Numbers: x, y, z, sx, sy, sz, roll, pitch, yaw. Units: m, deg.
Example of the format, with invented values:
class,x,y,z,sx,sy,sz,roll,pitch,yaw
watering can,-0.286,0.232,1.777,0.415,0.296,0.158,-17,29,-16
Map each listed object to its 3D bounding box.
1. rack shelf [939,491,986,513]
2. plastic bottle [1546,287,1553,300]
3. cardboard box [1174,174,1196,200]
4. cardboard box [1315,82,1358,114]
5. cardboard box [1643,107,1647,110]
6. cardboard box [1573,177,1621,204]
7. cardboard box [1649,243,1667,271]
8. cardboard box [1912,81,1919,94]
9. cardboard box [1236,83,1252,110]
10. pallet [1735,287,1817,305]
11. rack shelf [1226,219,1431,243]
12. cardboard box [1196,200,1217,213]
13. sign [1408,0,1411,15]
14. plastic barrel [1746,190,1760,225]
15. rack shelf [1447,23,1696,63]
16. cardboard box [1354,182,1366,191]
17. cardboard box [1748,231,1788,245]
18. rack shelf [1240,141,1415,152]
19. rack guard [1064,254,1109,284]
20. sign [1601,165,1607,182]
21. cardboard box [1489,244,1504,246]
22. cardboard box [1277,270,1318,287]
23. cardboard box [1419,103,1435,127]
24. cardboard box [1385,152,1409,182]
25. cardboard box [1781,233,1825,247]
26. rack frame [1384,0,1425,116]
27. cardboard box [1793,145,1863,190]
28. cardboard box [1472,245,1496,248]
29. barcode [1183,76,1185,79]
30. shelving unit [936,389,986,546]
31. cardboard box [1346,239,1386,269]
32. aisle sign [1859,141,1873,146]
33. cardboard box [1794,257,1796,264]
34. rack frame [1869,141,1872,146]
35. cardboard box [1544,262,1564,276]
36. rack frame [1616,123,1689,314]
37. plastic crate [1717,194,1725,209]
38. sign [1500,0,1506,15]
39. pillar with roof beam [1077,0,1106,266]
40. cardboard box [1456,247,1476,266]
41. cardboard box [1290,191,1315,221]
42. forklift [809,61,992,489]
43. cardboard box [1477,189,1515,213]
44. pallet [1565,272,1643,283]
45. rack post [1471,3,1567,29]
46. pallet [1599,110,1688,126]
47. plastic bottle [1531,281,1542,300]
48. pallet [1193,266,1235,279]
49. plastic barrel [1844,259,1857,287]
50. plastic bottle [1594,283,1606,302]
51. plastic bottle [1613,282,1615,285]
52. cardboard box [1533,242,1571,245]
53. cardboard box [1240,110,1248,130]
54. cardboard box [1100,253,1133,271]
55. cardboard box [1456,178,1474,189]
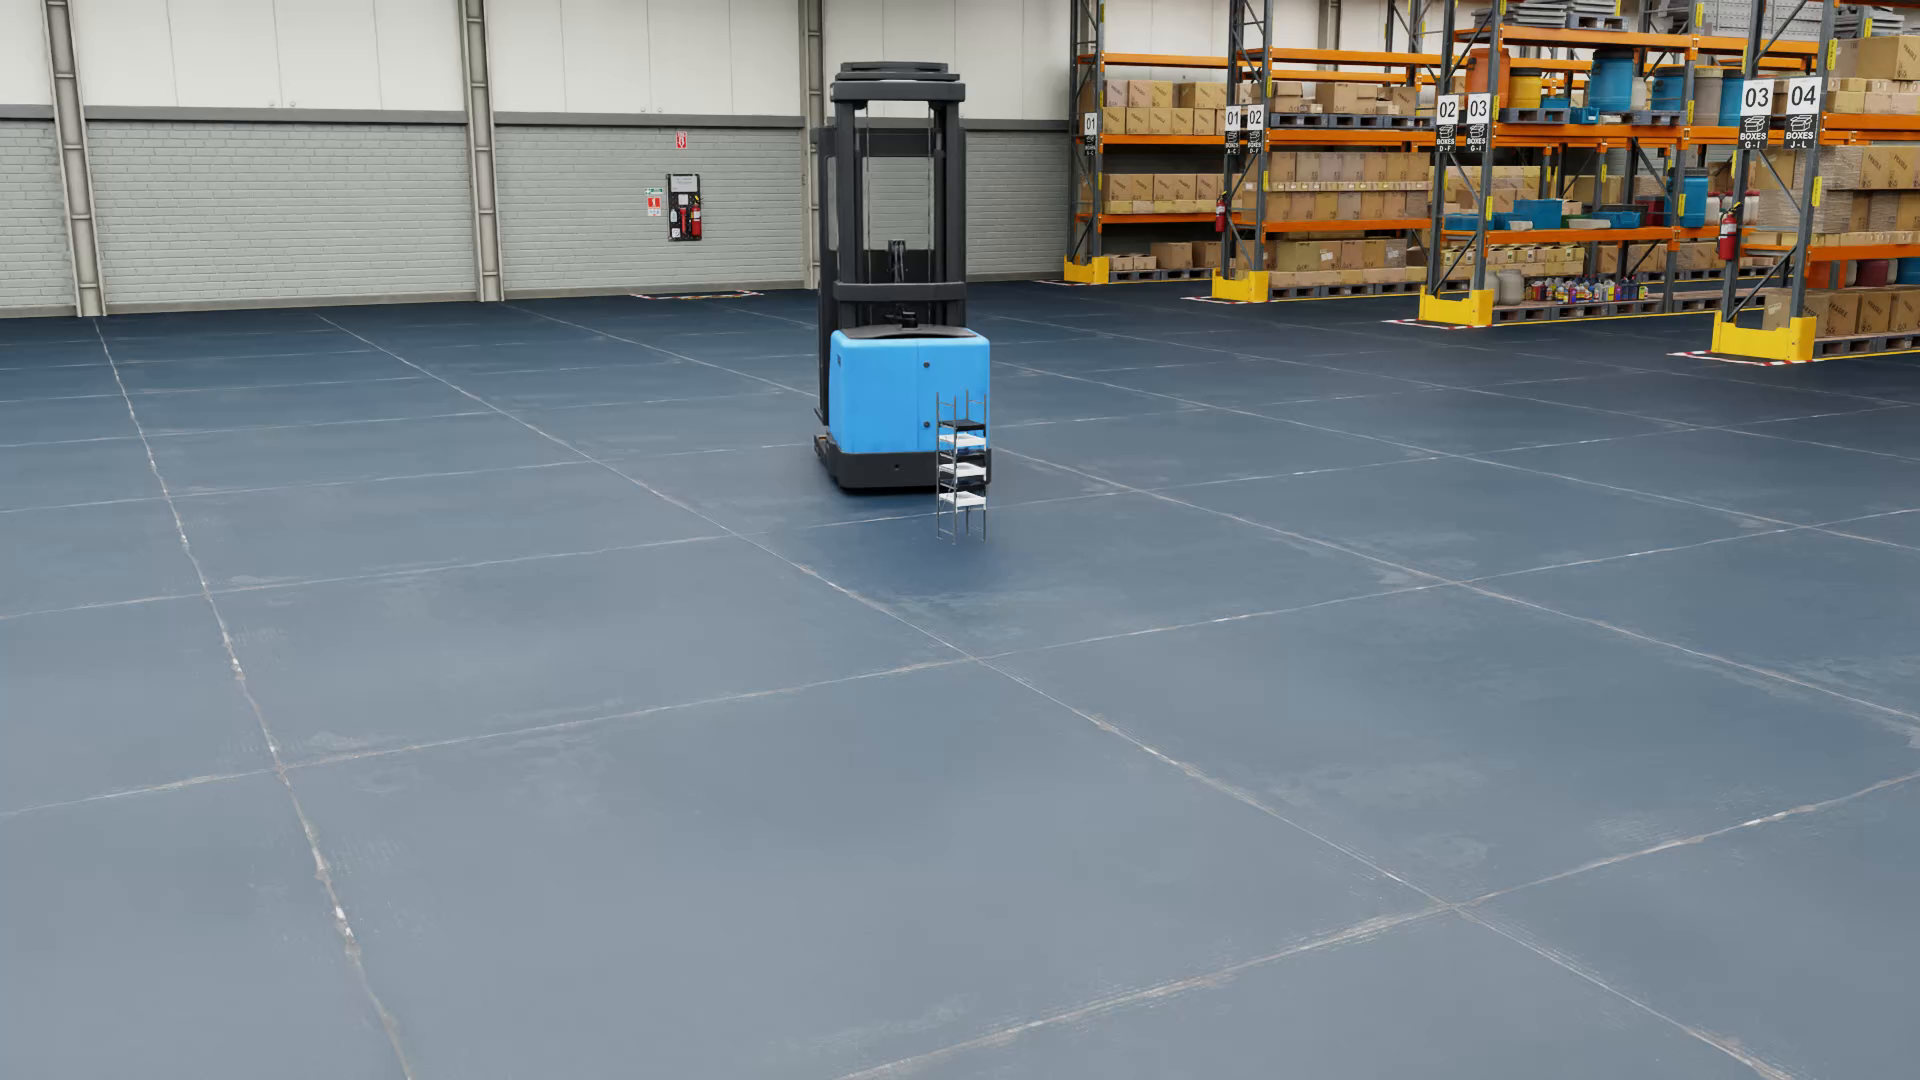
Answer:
class,x,y,z,sx,sy,sz,roll,pitch,yaw
rack shelf,0.007,-0.232,10.061,0.200,0.077,0.258,-7,14,-28
plastic bottle,8.989,-3.760,25.357,0.097,0.201,0.097,0,13,0
cardboard box,4.313,-6.983,32.894,0.500,0.500,0.500,-6,14,-26
cardboard box,6.373,-7.482,28.186,0.500,0.500,0.500,-7,14,-28
cardboard box,12.621,-8.034,31.916,0.500,0.500,0.910,-7,14,-28
cardboard box,12.305,-6.757,32.119,0.700,0.500,0.500,11,17,41
cardboard box,13.698,-5.568,32.708,0.500,0.500,0.500,-7,15,-30
cardboard box,11.235,-5.399,19.871,0.250,0.149,0.380,-7,14,-28
cardboard box,5.609,-8.854,33.237,0.500,0.500,0.500,-8,15,-33
pallet,13.478,-4.026,27.519,1.213,0.211,1.003,-7,14,-28
rack shelf,6.540,-5.434,29.060,4.000,0.370,1.077,-7,14,-28
cardboard box,4.772,-6.671,33.215,0.500,0.250,0.500,-7,14,-28
sign,8.025,-9.519,29.605,0.005,0.325,0.100,-7,14,-28
plastic barrel,12.634,-5.287,26.462,0.433,0.535,0.433,0,13,0
rack shelf,8.910,-7.210,24.202,4.000,0.370,1.077,-7,14,-28
cardboard box,6.812,-6.129,28.804,0.250,0.149,0.380,-6,14,-26
cardboard box,9.679,-3.612,19.899,0.250,0.149,0.380,-7,14,-28
rack shelf,7.674,-8.272,34.841,4.000,0.370,1.077,-7,14,-28
rack guard,2.474,-5.317,32.596,0.348,0.500,1.175,-7,14,-28
sign,12.075,-6.874,31.185,0.005,0.325,0.100,-7,14,-28
cardboard box,11.653,-6.759,37.252,0.750,0.750,0.750,-6,14,-26
cardboard box,5.799,-4.504,28.599,0.500,0.250,0.500,-7,14,-28
cardboard box,9.819,-9.158,35.909,0.500,0.500,0.700,-8,15,-32
cardboard box,7.466,-6.575,29.312,0.500,0.500,0.700,-7,14,-28
cardboard box,9.892,-3.526,19.518,0.250,0.149,0.380,-7,14,-28
rack frame,9.429,-10.297,35.367,0.127,3.000,1.000,-7,14,-28
cardboard box,10.141,-4.352,19.432,0.500,0.500,0.500,-7,14,-28
cardboard box,9.849,-5.390,31.256,0.500,0.311,0.500,-7,14,-29
barcode,4.492,-9.276,33.337,0.075,0.075,0.001,-7,14,-28
shelving unit,0.007,-0.440,10.014,0.210,0.900,0.258,-7,14,-28
cardboard box,7.111,-5.030,29.225,0.500,0.500,0.500,-7,14,-28
aisle sign,19.035,-8.474,35.009,0.004,0.787,0.394,-7,14,-28
cardboard box,17.621,-5.932,34.895,0.500,0.250,0.500,-7,14,-28
rack frame,18.828,-7.257,35.525,0.127,3.000,1.000,-7,14,-28
cardboard box,11.010,-5.122,31.343,0.500,0.250,0.500,-7,14,-29
rack frame,10.665,-5.040,25.672,0.127,3.000,1.000,-7,14,-28
plastic crate,12.611,-5.381,27.042,0.583,0.464,0.402,-7,14,-28
sign,7.414,-7.338,22.694,0.005,0.325,0.100,-7,14,-28
pillar with roof beam,4.670,-8.866,29.009,0.400,9.000,9.100,-7,14,-28
cardboard box,9.219,-5.179,30.319,0.500,0.311,0.500,-7,14,-29
cardboard box,5.659,-5.726,28.492,0.500,0.500,0.700,-6,14,-26
forklift,-0.540,-2.057,12.573,1.130,2.935,3.031,-2,13,-10
cardboard box,9.879,-6.230,30.730,0.500,0.500,0.500,-7,14,-28
pallet,12.480,-5.127,32.408,1.213,0.211,1.003,-7,14,-28
rack post,7.879,-7.357,23.443,0.954,0.300,0.937,-5,14,-22
pallet,10.079,-6.317,24.943,1.003,0.211,1.213,-7,14,-28
plastic bottle,8.791,-3.804,25.382,0.135,0.276,0.152,-7,14,-27
pallet,5.346,-5.511,34.118,1.213,0.211,1.003,-7,14,-28
plastic barrel,15.050,-4.583,28.353,0.421,0.512,0.421,0,13,0
plastic bottle,9.642,-3.732,25.062,0.135,0.276,0.152,-7,14,-27
plastic bottle,9.977,-3.808,25.401,0.135,0.276,0.152,-7,14,-28
cardboard box,13.646,-6.835,38.386,0.500,0.500,0.700,-7,14,-27
cardboard box,5.591,-8.370,33.365,0.500,0.500,0.500,-6,14,-26
cardboard box,3.058,-5.487,32.779,0.500,0.311,0.500,-9,15,-34
cardboard box,10.878,-7.681,36.456,0.500,0.500,0.500,-7,14,-28
